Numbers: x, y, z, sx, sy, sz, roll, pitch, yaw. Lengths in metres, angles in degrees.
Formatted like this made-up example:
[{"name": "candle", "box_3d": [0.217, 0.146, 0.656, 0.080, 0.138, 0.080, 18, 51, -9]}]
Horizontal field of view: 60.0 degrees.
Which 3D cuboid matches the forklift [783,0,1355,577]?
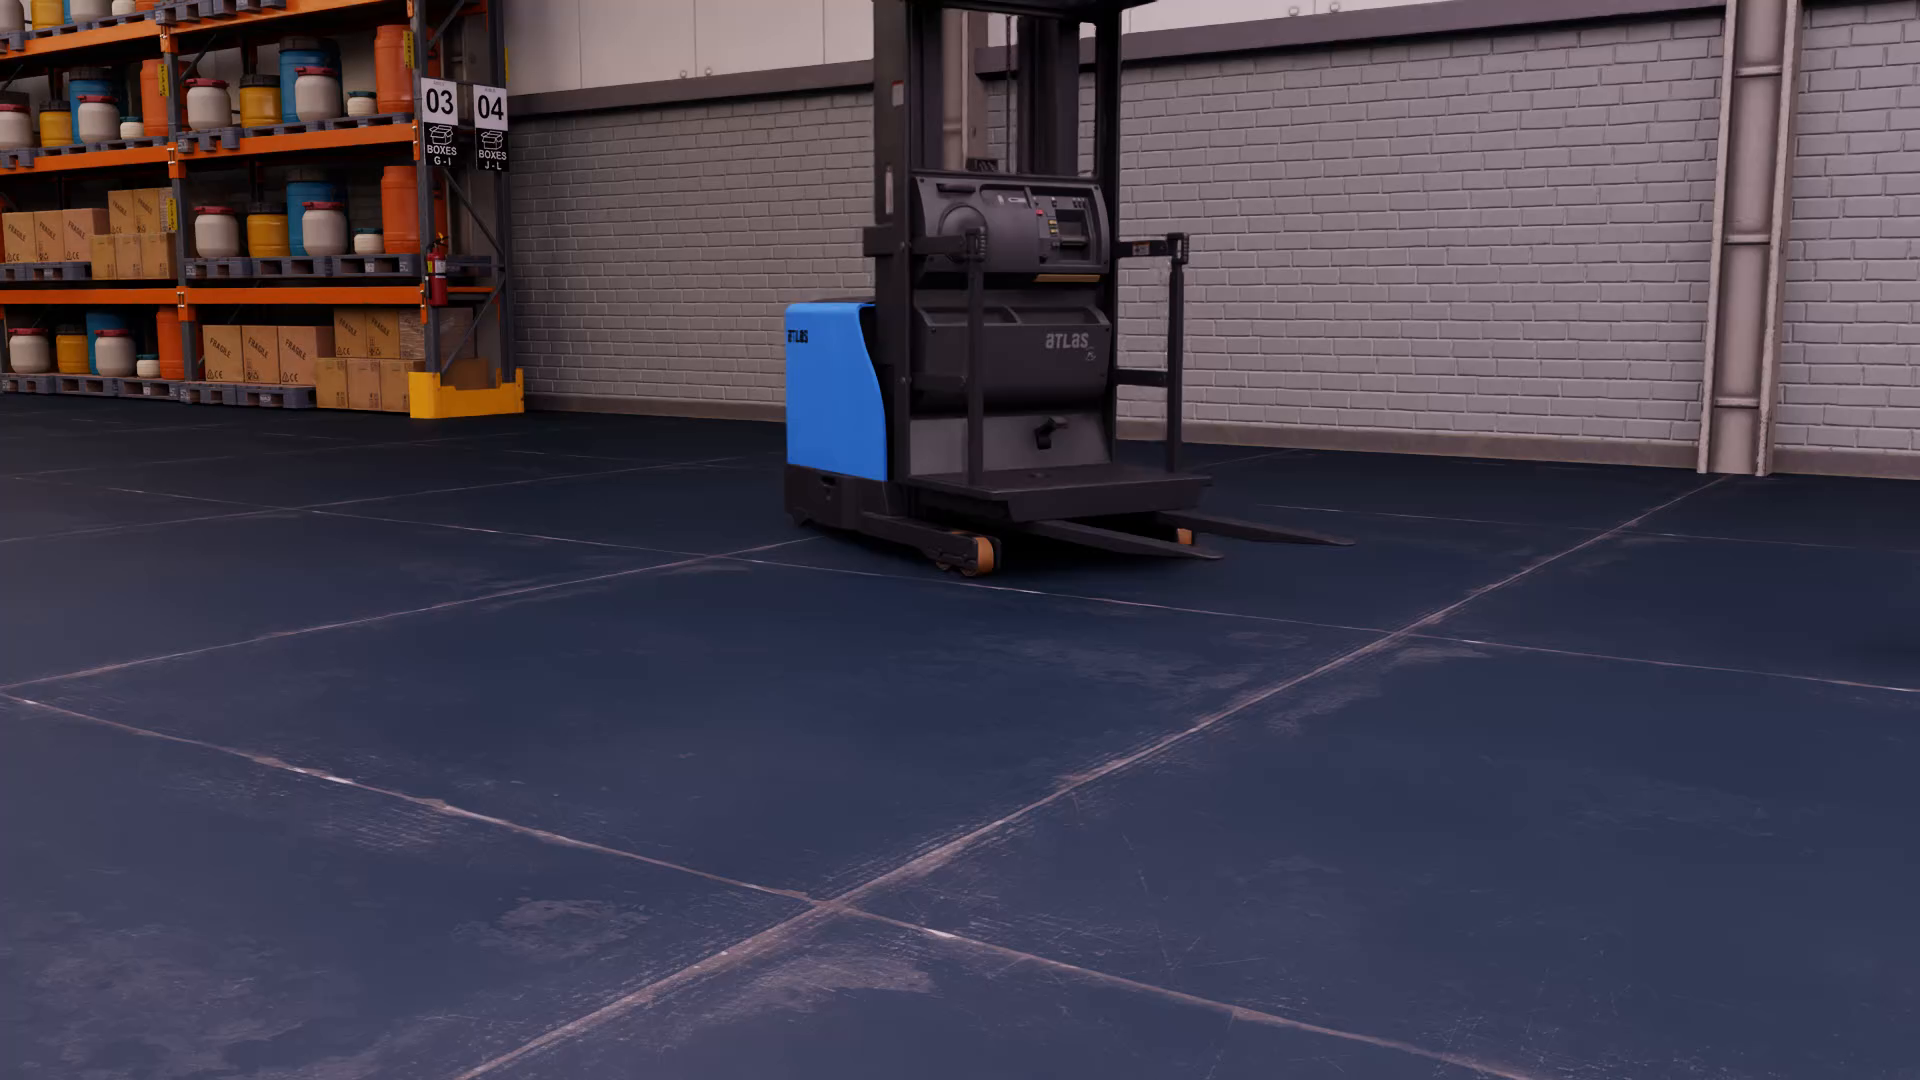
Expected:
[{"name": "forklift", "box_3d": [0.344, -1.377, 6.875, 1.130, 2.935, 3.031, -5, 9, -31]}]
